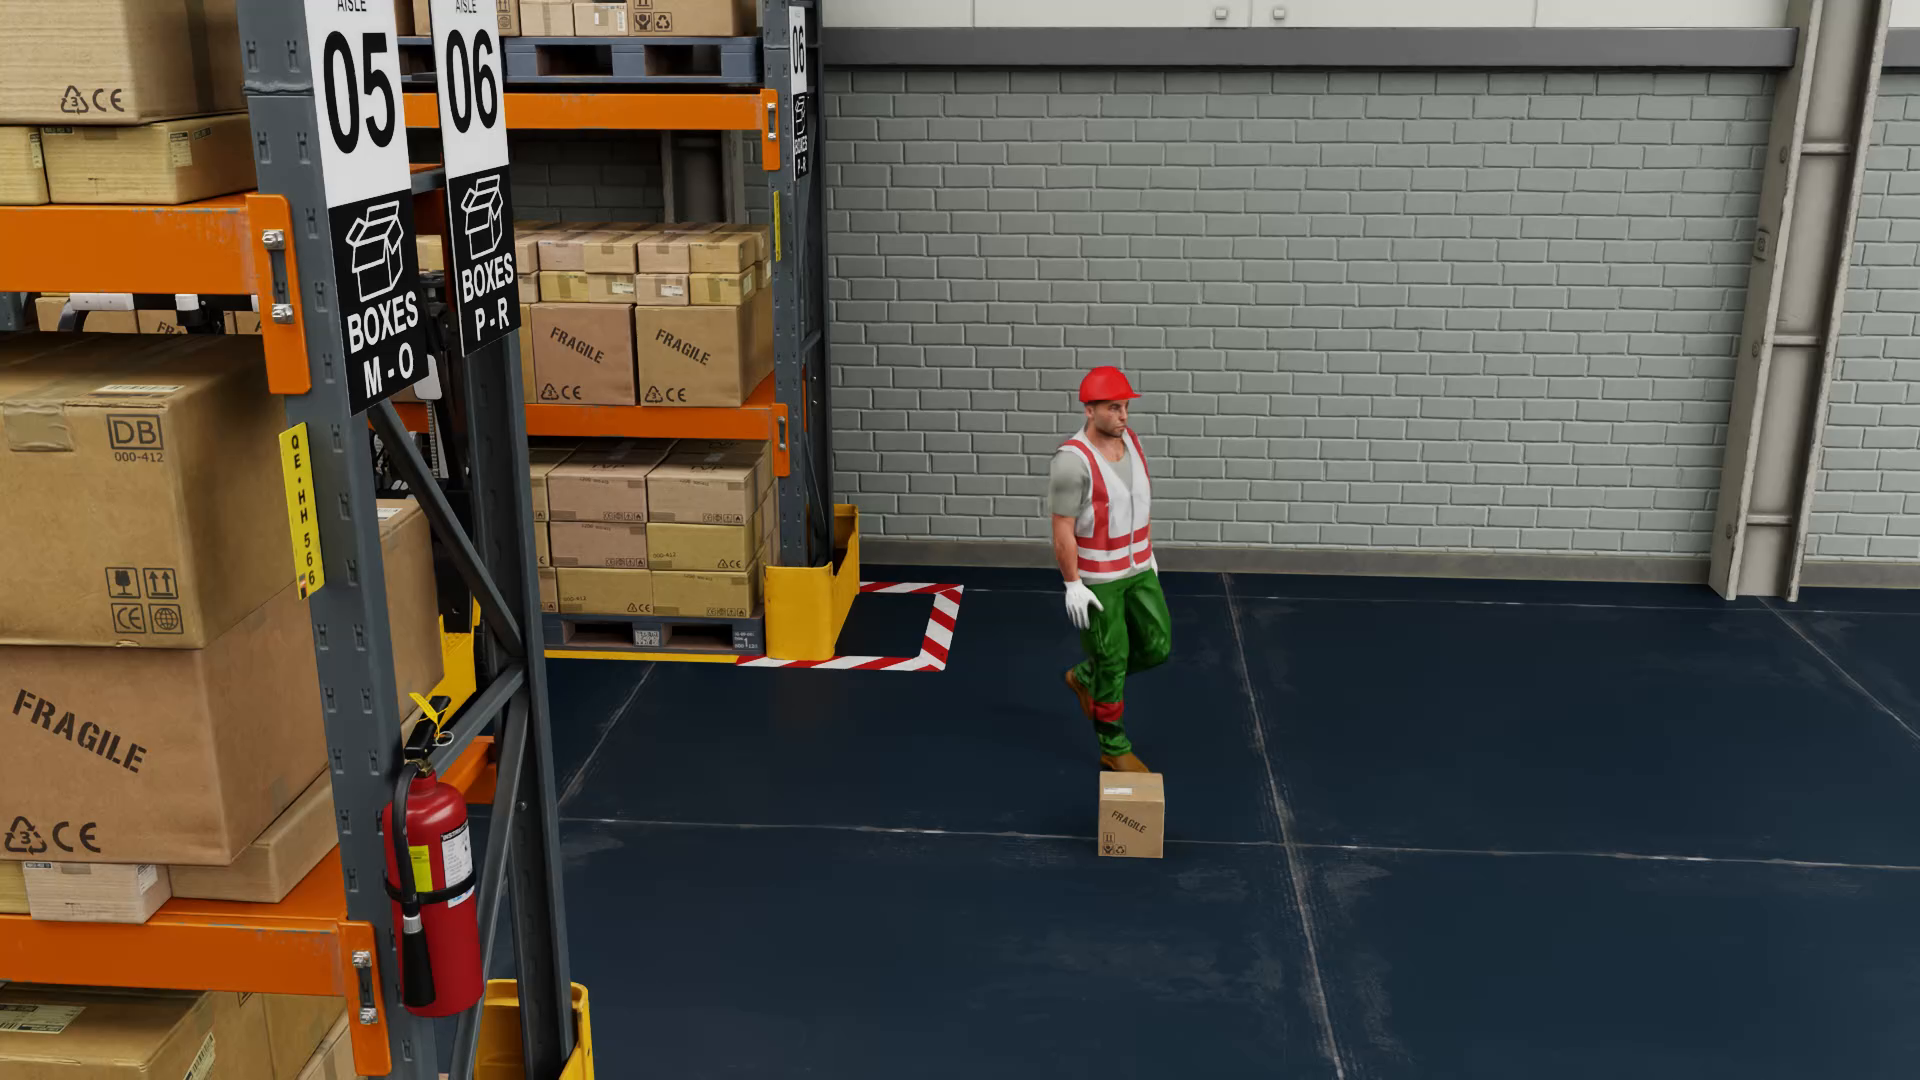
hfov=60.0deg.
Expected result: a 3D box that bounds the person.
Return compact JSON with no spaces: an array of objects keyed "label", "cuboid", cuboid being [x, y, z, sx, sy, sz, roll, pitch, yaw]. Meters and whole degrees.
[{"label":"person","cuboid":[0.593,0.126,7.032,0.607,1.780,0.597,-14,22,-38]}]
